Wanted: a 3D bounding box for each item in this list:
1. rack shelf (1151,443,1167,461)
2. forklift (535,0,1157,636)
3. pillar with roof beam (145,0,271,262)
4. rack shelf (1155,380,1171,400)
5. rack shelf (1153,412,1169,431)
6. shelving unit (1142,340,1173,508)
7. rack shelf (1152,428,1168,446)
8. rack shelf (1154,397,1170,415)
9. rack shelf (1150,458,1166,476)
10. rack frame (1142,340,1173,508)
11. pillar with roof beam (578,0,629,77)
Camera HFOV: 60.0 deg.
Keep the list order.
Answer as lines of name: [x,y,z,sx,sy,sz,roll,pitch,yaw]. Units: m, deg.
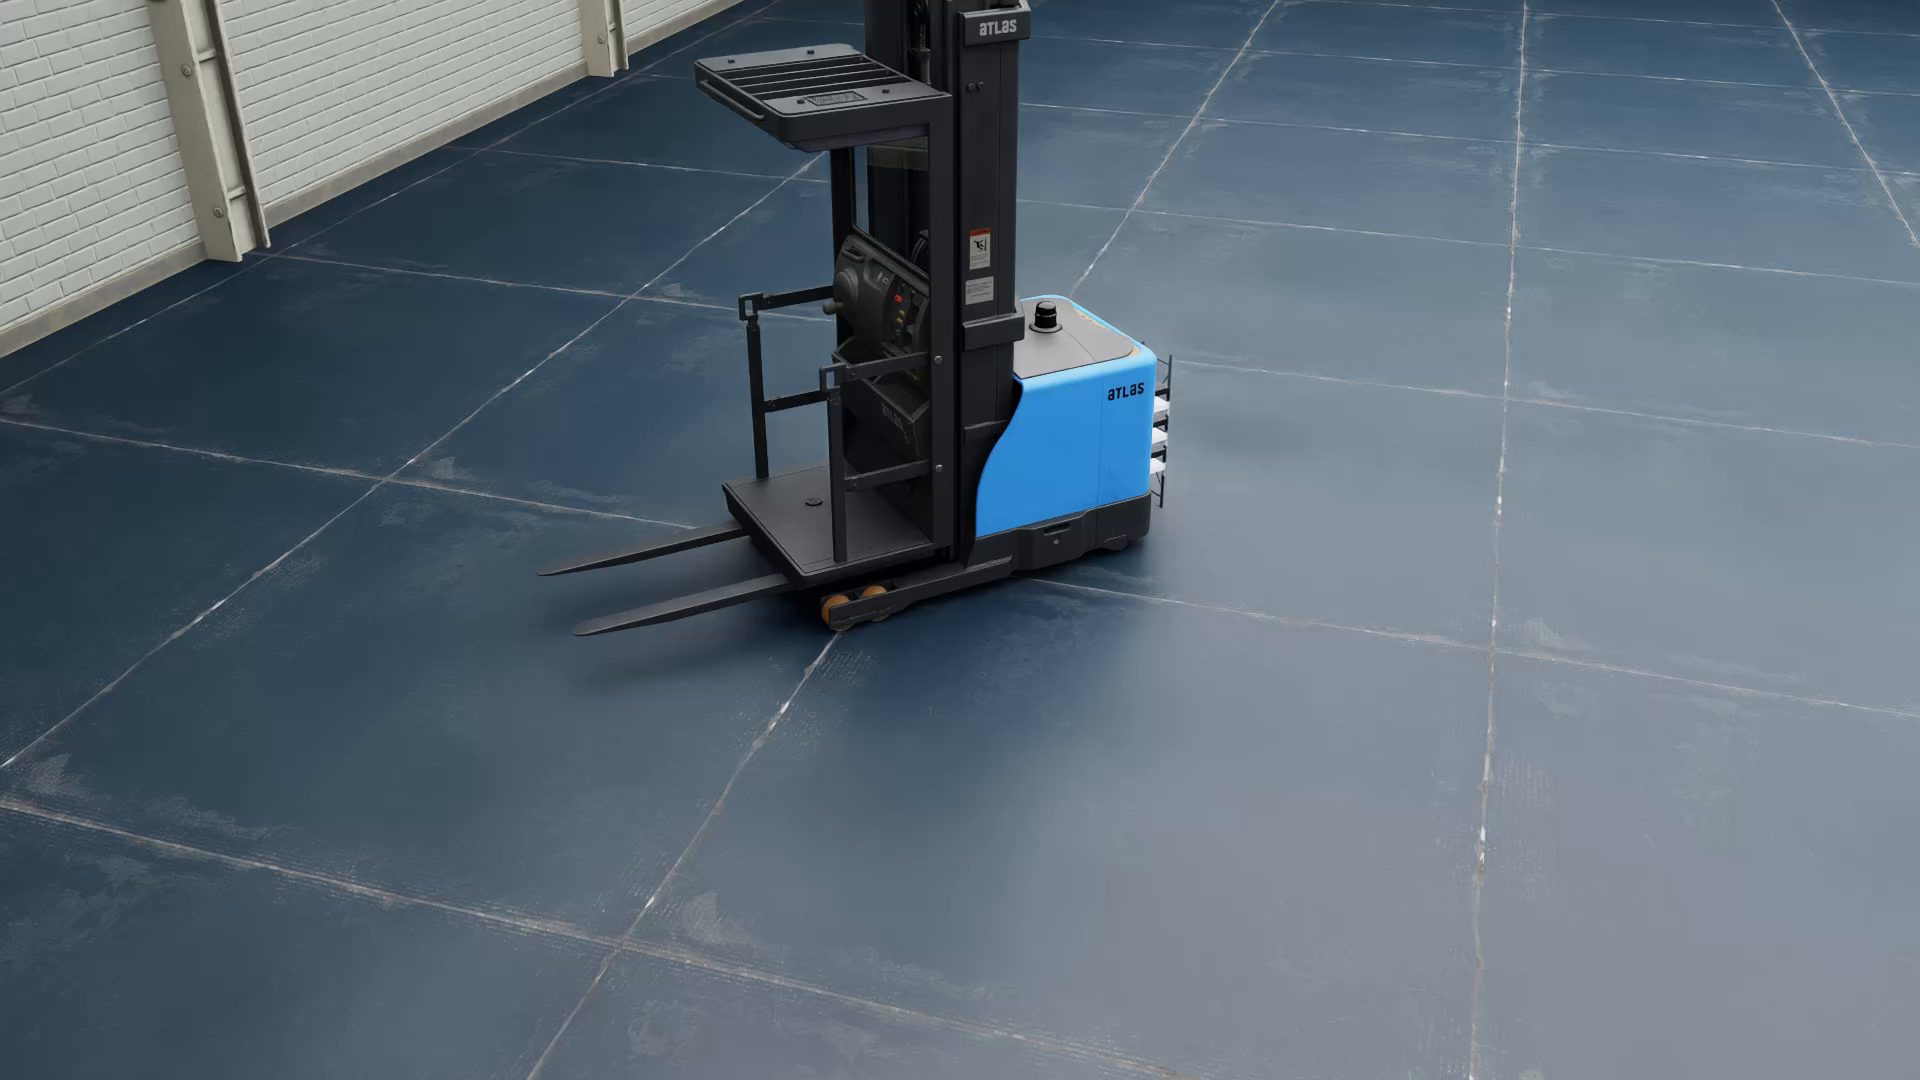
rack shelf: [0.951,-0.479,8.939,0.200,0.077,0.258,-18,34,-29]
forklift: [-0.557,-1.139,7.783,3.031,2.935,1.130,-14,32,-24]
pillar with roof beam: [-1.405,-5.522,9.420,9.100,9.000,0.400,8,30,15]
rack shelf: [0.950,-0.793,8.763,0.200,0.077,0.258,-18,34,-29]
rack shelf: [0.951,-0.636,8.851,0.200,0.077,0.258,-18,34,-29]
shelving unit: [0.951,-0.587,8.878,0.210,0.900,0.258,-18,34,-29]
rack shelf: [0.951,-0.558,8.895,0.200,0.077,0.258,-18,34,-29]
rack shelf: [0.951,-0.715,8.807,0.200,0.077,0.258,-18,34,-29]
rack shelf: [0.951,-0.401,8.982,0.200,0.077,0.258,-18,34,-29]
rack frame: [1.035,-0.615,8.928,0.006,0.900,0.240,-18,34,-29]
pillar with roof beam: [0.356,-8.311,14.433,9.100,9.000,0.400,8,30,15]
